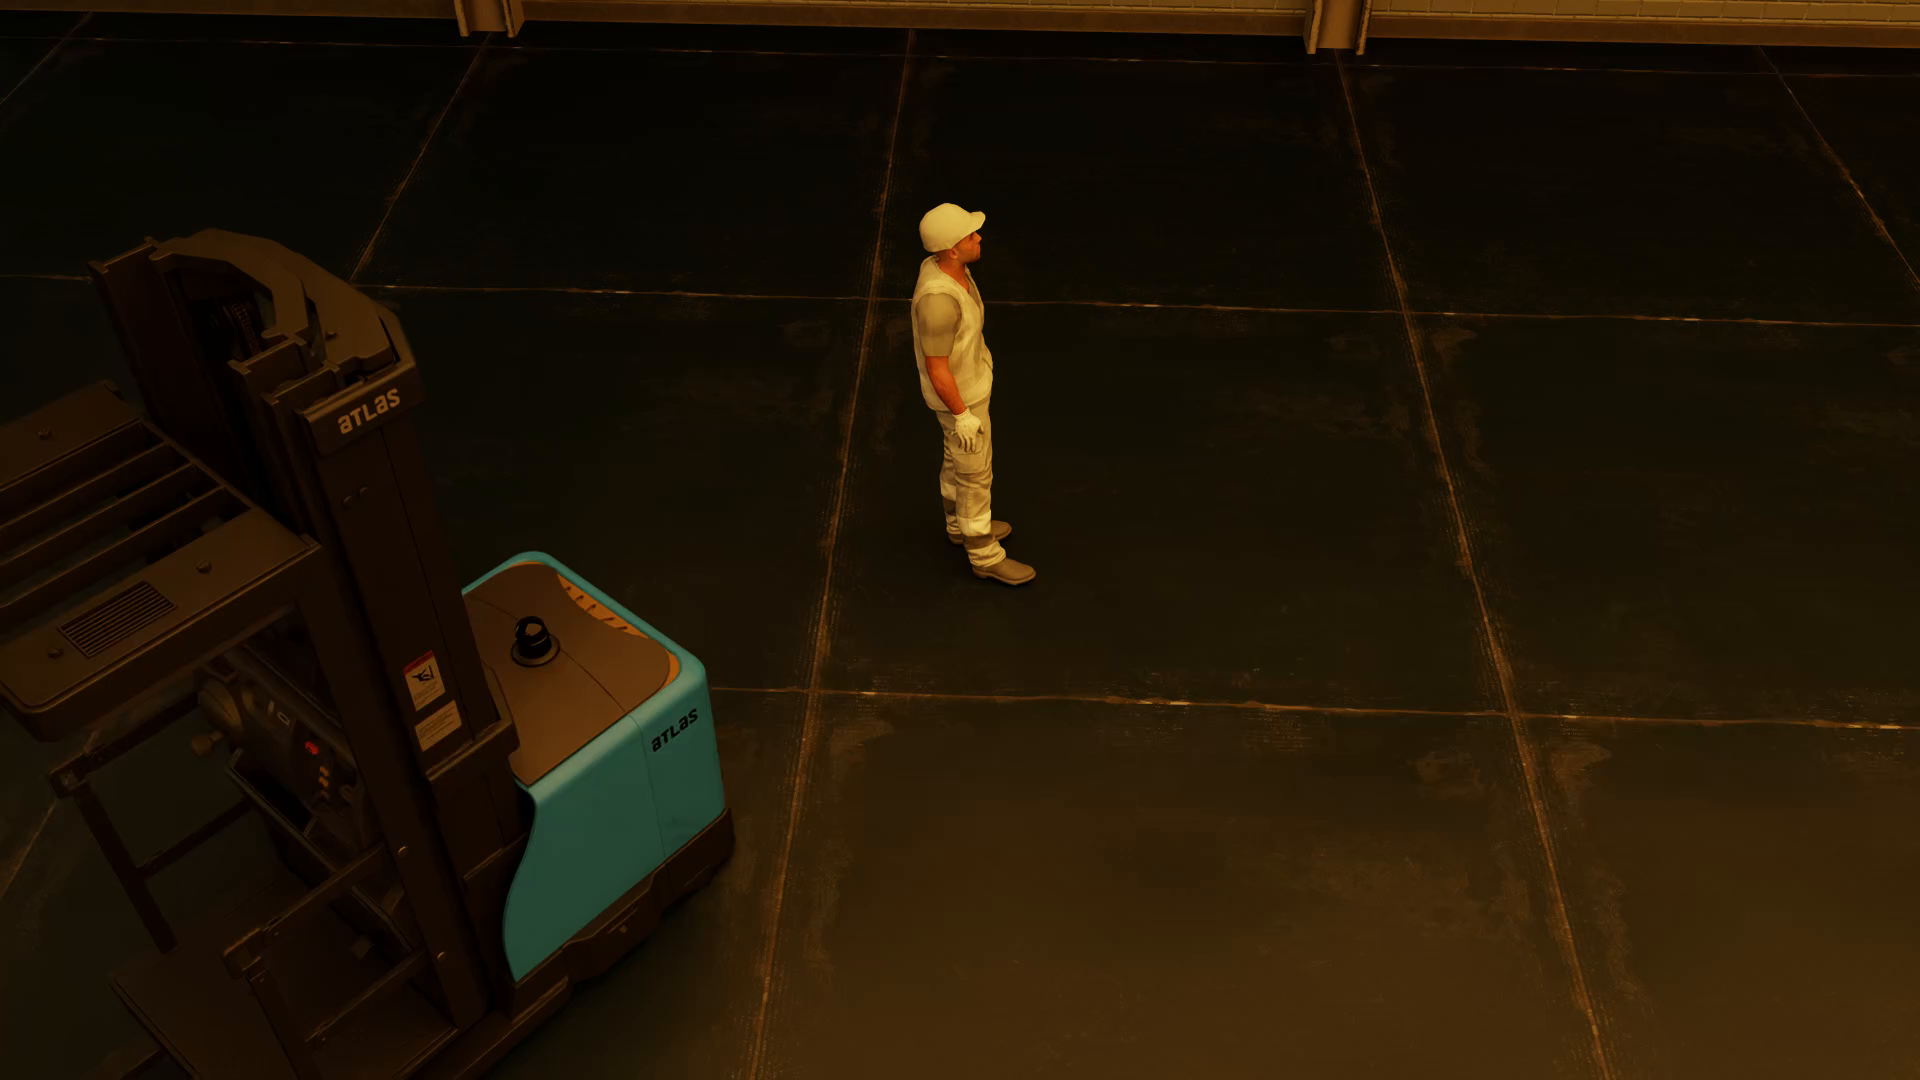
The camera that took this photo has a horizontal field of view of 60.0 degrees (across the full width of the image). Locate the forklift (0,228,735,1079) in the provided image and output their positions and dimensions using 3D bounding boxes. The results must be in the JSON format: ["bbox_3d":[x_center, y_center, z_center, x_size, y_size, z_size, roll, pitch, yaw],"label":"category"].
[{"bbox_3d":[-2.225,0.690,4.986,1.130,2.935,3.031,30,50,29],"label":"forklift"}]

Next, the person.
[{"bbox_3d":[0.079,-0.656,7.297,0.564,1.787,0.638,2,42,2],"label":"person"}]
